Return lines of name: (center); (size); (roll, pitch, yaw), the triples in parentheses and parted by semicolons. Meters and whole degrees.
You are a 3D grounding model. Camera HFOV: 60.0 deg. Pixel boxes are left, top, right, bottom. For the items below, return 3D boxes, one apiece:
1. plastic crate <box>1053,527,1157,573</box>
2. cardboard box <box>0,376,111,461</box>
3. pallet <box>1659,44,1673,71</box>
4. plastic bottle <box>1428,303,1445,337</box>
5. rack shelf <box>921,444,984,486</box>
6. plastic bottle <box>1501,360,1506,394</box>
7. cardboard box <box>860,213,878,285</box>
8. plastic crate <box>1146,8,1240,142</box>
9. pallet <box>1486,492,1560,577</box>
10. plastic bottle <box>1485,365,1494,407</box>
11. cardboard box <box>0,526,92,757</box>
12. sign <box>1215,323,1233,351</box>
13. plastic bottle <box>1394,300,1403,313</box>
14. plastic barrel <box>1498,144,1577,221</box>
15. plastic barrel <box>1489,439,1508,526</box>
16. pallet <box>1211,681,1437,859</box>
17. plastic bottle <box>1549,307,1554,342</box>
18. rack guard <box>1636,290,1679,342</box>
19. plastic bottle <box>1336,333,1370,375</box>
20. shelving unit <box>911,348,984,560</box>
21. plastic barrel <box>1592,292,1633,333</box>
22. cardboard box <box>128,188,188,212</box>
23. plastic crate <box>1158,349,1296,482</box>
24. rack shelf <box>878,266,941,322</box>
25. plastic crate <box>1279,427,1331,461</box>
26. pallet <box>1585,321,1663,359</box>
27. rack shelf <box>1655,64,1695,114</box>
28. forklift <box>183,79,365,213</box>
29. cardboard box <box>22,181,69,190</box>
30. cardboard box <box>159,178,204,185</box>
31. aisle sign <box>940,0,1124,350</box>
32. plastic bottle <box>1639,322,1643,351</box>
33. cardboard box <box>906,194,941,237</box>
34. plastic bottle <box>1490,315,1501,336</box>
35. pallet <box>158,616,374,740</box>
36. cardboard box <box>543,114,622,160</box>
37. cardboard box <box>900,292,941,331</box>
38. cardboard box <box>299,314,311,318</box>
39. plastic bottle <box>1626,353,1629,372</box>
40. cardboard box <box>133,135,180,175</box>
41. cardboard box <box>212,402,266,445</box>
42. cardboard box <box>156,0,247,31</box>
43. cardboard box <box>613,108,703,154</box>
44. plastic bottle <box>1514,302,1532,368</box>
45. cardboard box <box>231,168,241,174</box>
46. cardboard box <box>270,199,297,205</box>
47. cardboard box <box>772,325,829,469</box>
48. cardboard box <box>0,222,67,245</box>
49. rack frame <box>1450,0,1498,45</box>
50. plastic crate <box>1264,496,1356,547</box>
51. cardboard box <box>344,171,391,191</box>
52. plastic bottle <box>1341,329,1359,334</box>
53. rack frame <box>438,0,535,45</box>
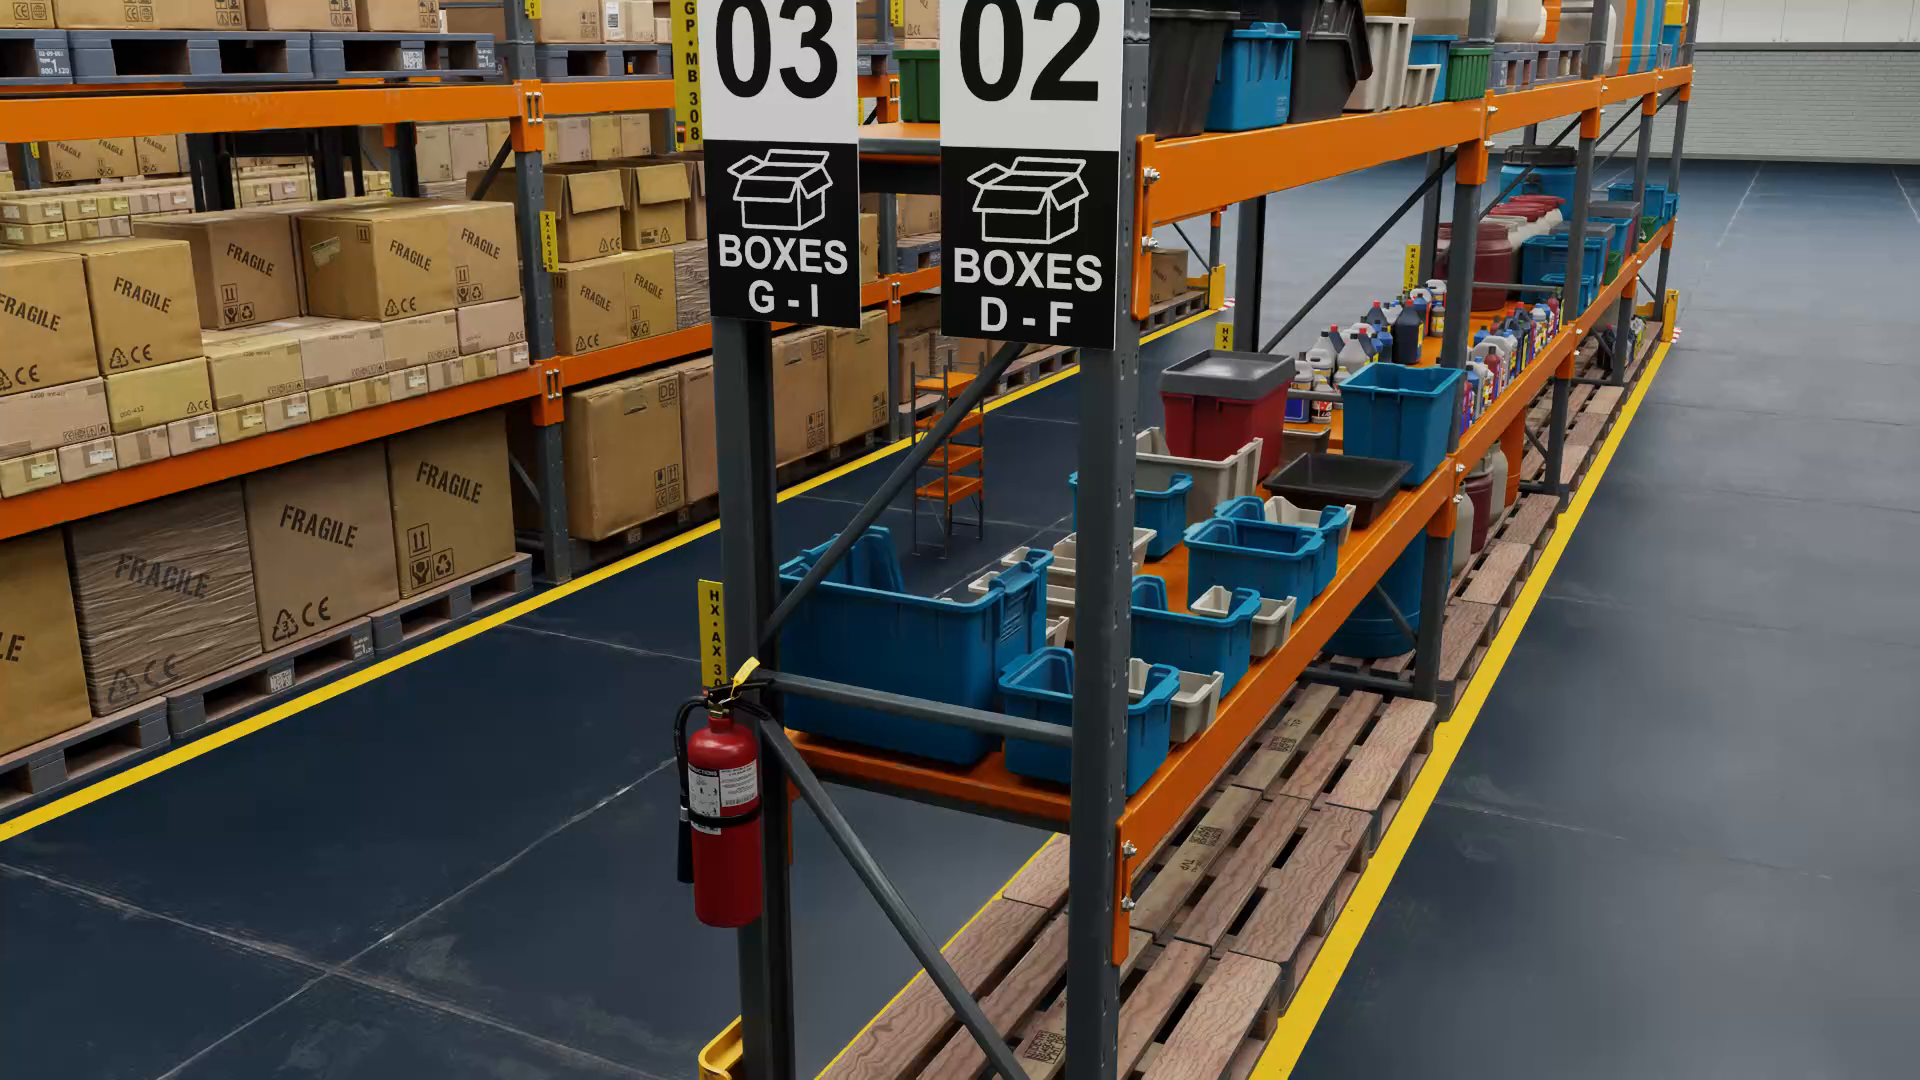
plastic crate: (0.466, 0.046, 5.458); (0.298, 0.136, 0.250); (8, 18, 25)
cardboard box: (-3.846, -0.519, 6.743); (0.500, 0.250, 0.500); (8, 18, 25)
pallet: (5.500, -4.197, 14.450); (1.213, 0.211, 1.003); (8, 18, 25)
plastic bottle: (2.908, -1.341, 10.120); (0.097, 0.201, 0.097); (0, 17, 0)
rack shelf: (-0.074, -0.469, 10.231); (0.258, 0.148, 0.480); (8, 18, 25)
plastic bottle: (2.728, -0.852, 8.472); (0.097, 0.201, 0.097); (0, 17, 0)
cardboard box: (-0.952, -2.155, 12.337); (0.500, 0.500, 0.500); (9, 19, 27)
plastic crate: (0.324, -1.035, 3.700); (0.497, 0.269, 0.590); (8, 18, 25)
pallet: (3.163, -0.092, 10.462); (1.003, 0.211, 1.213); (8, 18, 25)
plastic bottle: (2.565, -0.759, 8.159); (0.097, 0.201, 0.097); (0, 17, 0)
cardboard box: (-4.314, 0.417, 6.846); (0.875, 0.875, 0.875); (8, 18, 25)
sign: (1.199, -0.819, 7.526); (0.100, 0.325, 0.005); (8, 18, 25)
plastic bottle: (2.549, -1.267, 9.748); (0.097, 0.271, 0.097); (0, 17, 0)
plastic barrel: (4.821, -2.834, 13.916); (0.600, 0.901, 0.708); (8, 18, 25)
plastic barrel: (3.102, -0.361, 10.104); (0.421, 0.512, 0.421); (0, 17, 0)
pallet: (1.396, 0.913, 7.078); (1.003, 0.211, 1.213); (8, 18, 25)
plastic bottle: (3.507, -1.296, 9.968); (0.097, 0.201, 0.097); (0, 17, 0)
rack guard: (7.060, -2.449, 17.890); (1.175, 0.500, 0.348); (8, 18, 25)
plastic bottle: (1.937, -0.849, 8.202); (0.144, 0.351, 0.185); (8, 18, 25)
shelving unit: (-0.074, -0.533, 10.212); (0.258, 1.200, 0.503); (8, 18, 25)
plastic barrel: (6.603, -2.376, 16.887); (0.421, 0.512, 0.421); (0, 17, 0)
cardboard box: (-6.082, -2.576, 12.587); (0.380, 0.149, 0.250); (8, 18, 25)
plastic crate: (1.067, -0.479, 6.653); (0.402, 0.464, 0.583); (8, 18, 25)
rack shelf: (-0.060, -2.429, 14.698); (1.077, 0.370, 4.000); (8, 18, 25)
plastic crate: (1.354, -0.418, 7.020); (0.396, 0.136, 0.243); (8, 18, 25)
pallet: (6.693, -2.104, 17.237); (1.003, 0.211, 1.213); (8, 18, 25)
rack shelf: (6.159, -4.256, 15.580); (1.077, 0.370, 4.000); (8, 18, 25)
forklift: (-4.708, -1.890, 11.739); (1.130, 2.935, 3.031); (-5, 17, -16)
cardboard box: (-9.508, -3.665, 17.300); (0.380, 0.149, 0.250); (7, 18, 22)
cardboard box: (-6.311, -2.859, 13.542); (0.380, 0.149, 0.250); (9, 19, 27)
aisle sign: (0.136, -0.787, 3.339); (0.394, 0.787, 0.004); (8, 18, 25)
plastic bottle: (6.425, -1.958, 15.858); (0.152, 0.276, 0.135); (8, 18, 24)
cardboard box: (-0.588, -2.811, 13.808); (0.700, 0.500, 0.500); (11, 20, 33)
plastic bottle: (2.956, -1.101, 9.169); (0.061, 0.283, 0.133); (8, 18, 25)
pallet: (-3.695, 0.587, 8.178); (1.003, 0.211, 1.213); (8, 18, 25)
cardboard box: (-4.003, -4.209, 17.495); (0.700, 0.500, 0.500); (8, 18, 24)
cardboard box: (-0.453, -1.948, 14.114); (0.500, 0.250, 0.500); (11, 20, 32)
cardboard box: (-3.412, -1.104, 8.714); (0.500, 0.250, 0.500); (8, 18, 25)
plastic bottle: (5.890, -1.600, 14.785); (0.097, 0.201, 0.097); (0, 17, 0)
cardboard box: (-8.953, -4.272, 18.204); (0.500, 0.500, 0.500); (8, 19, 26)
cardboard box: (-3.388, -0.547, 7.538); (0.380, 0.149, 0.250); (8, 18, 24)
cardboard box: (-3.642, -2.522, 7.391); (0.700, 0.500, 0.500); (9, 19, 28)
cardboard box: (-3.363, -4.619, 18.649); (0.875, 0.550, 0.550); (8, 18, 25)
plastic bottle: (3.059, -1.127, 9.137); (0.144, 0.351, 0.185); (8, 18, 25)
cardboard box: (-8.483, -4.201, 19.103); (0.380, 0.149, 0.250); (8, 18, 25)
cardboard box: (-5.618, -2.699, 13.523); (0.380, 0.149, 0.250); (8, 18, 25)
cardboard box: (-1.686, -1.048, 11.779); (1.225, 0.875, 0.875); (8, 18, 26)
cardboard box: (-6.545, -2.168, 11.736); (0.380, 0.149, 0.250); (8, 19, 26)
rack frame: (1.690, -3.491, 6.474); (1.000, 3.000, 0.127); (8, 18, 25)
plastic crate: (1.181, -0.036, 5.735); (0.293, 0.136, 0.466); (8, 18, 25)
cardboard box: (-5.154, -3.104, 14.366); (0.380, 0.149, 0.250); (7, 18, 23)
plastic bottle: (2.026, -0.953, 8.684); (0.152, 0.276, 0.135); (8, 18, 25)
rack frame: (-2.741, -4.122, 8.596); (1.000, 3.000, 0.127); (8, 18, 25)
